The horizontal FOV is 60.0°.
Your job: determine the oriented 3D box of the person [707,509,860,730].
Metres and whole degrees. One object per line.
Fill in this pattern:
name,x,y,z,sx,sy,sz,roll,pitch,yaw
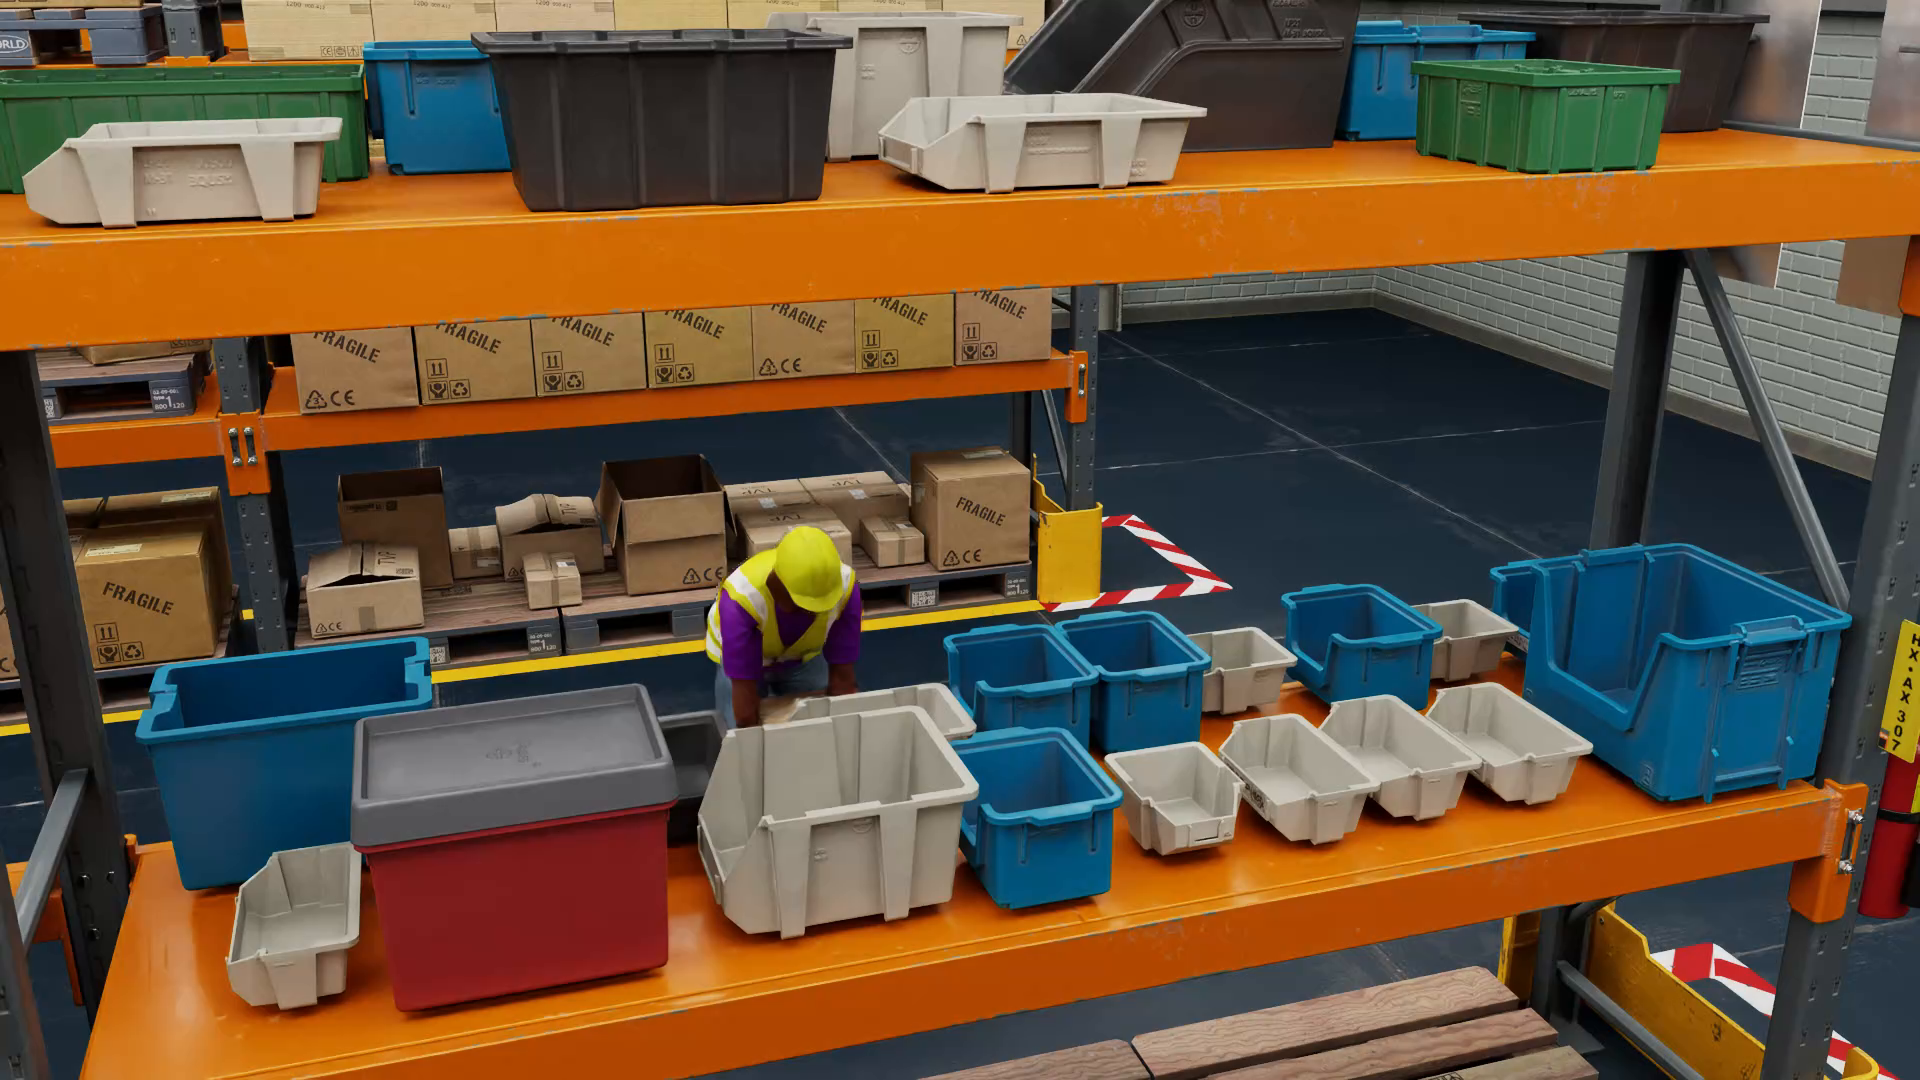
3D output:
person,-0.590,0.555,5.765,0.488,1.543,0.802,-7,20,-19
